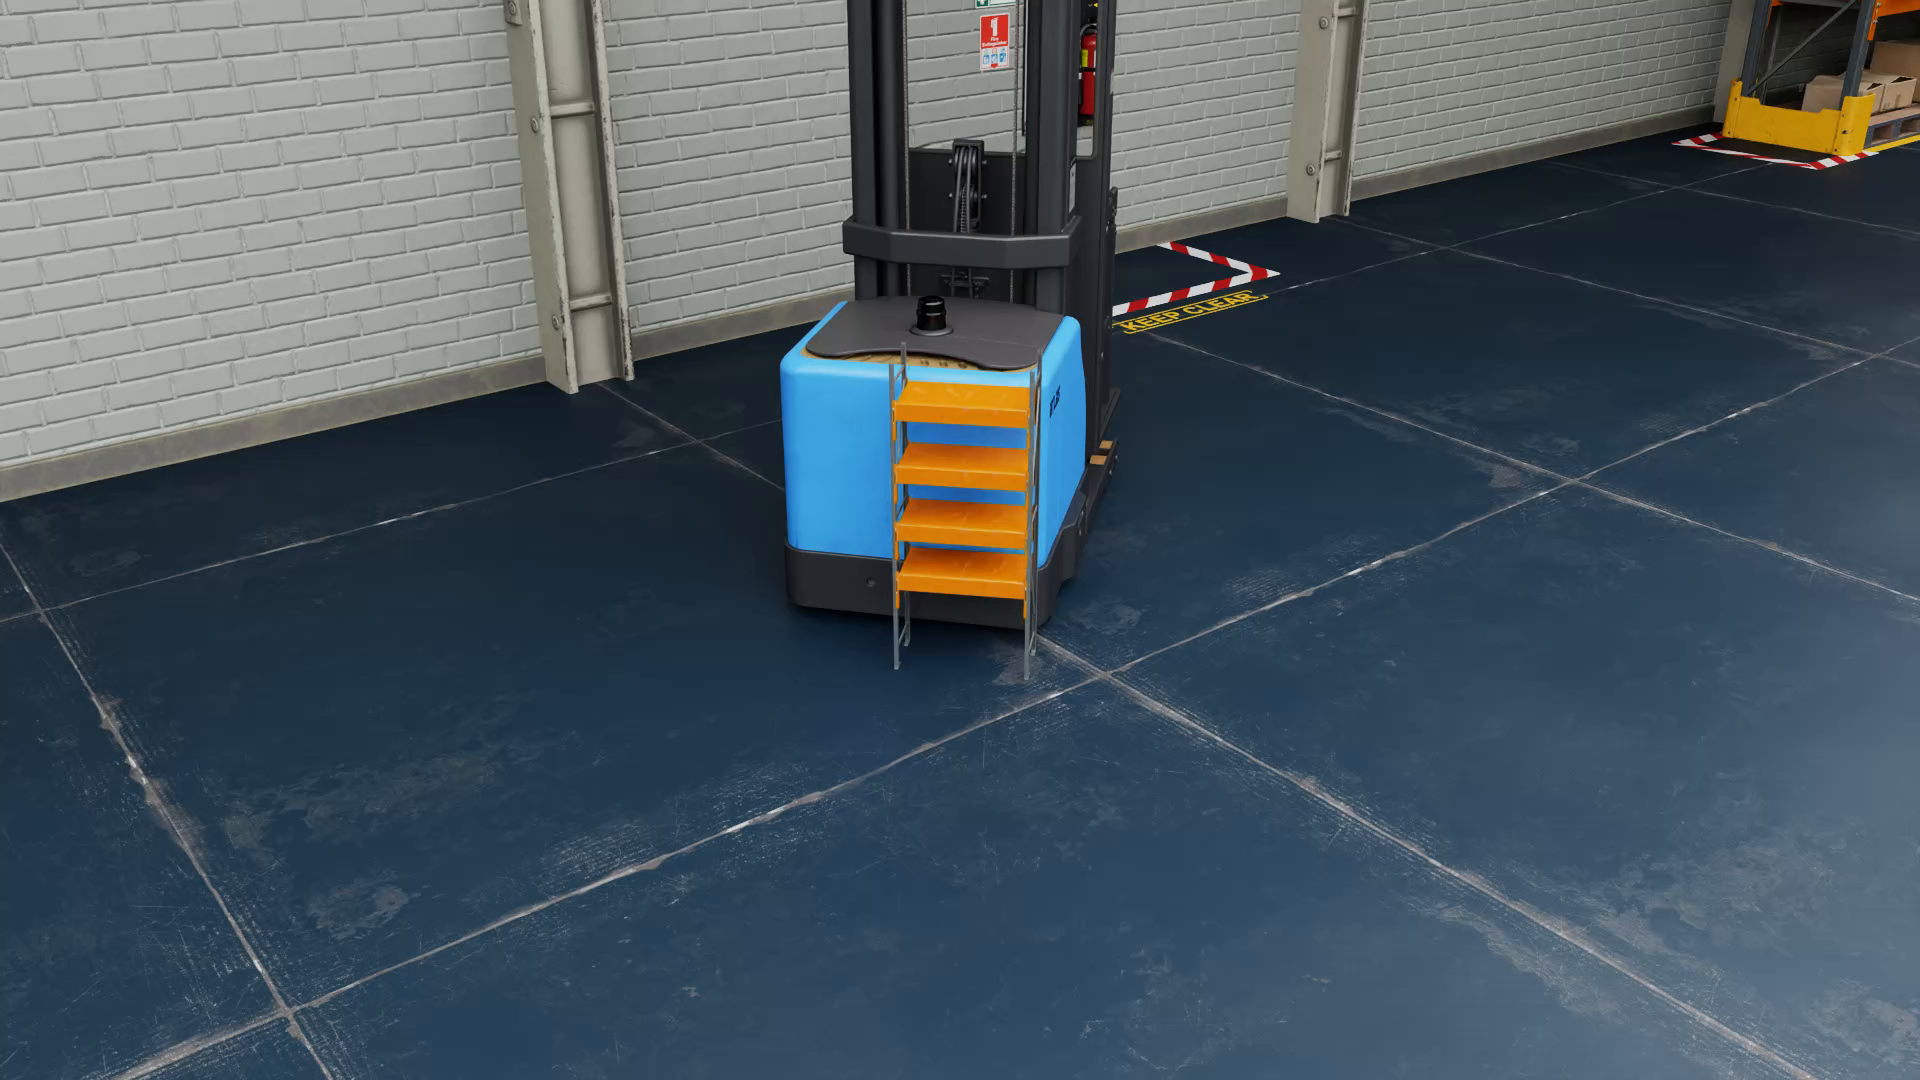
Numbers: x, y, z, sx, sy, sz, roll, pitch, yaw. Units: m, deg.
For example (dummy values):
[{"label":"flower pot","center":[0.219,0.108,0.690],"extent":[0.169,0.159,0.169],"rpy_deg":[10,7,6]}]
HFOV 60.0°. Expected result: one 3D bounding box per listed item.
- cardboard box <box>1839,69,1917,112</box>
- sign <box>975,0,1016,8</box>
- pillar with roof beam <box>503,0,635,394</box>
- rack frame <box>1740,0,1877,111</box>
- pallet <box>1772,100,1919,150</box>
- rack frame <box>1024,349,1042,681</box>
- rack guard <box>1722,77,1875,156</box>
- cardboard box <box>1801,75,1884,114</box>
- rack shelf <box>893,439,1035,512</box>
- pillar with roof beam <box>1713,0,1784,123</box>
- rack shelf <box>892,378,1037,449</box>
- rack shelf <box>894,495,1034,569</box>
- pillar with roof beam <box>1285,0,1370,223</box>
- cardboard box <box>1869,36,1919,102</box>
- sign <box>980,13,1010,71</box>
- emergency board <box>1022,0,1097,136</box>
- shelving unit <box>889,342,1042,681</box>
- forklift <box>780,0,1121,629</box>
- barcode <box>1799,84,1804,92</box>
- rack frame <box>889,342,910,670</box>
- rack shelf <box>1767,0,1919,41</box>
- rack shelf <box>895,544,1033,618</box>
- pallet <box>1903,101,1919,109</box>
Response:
[{"label":"cardboard box","center":[8.435,-4.175,15.355],"extent":[0.500,0.311,0.500],"rpy_deg":[-15,29,-30]},{"label":"sign","center":[0.224,-3.323,10.175],"extent":[0.331,0.109,0.001],"rpy_deg":[-18,31,-34]},{"label":"pillar with roof beam","center":[0.617,-3.544,4.196],"extent":[0.400,9.000,9.100],"rpy_deg":[-18,31,-34]},{"label":"rack frame","center":[7.386,-4.897,14.239],"extent":[0.127,3.000,1.000],"rpy_deg":[-18,31,-34]},{"label":"pallet","center":[8.107,-3.851,15.298],"extent":[1.213,0.211,1.003],"rpy_deg":[-18,31,-34]},{"label":"rack frame","center":[0.263,-0.076,5.988],"extent":[0.015,1.200,0.240],"rpy_deg":[4,25,8]},{"label":"rack guard","center":[7.446,-3.783,14.808],"extent":[0.348,0.500,1.175],"rpy_deg":[-18,31,-34]},{"label":"cardboard box","center":[7.986,-4.027,15.035],"extent":[0.500,0.311,0.500],"rpy_deg":[-23,33,-40]},{"label":"rack shelf","center":[0.022,-0.234,5.958],"extent":[0.480,0.148,0.258],"rpy_deg":[4,25,8]},{"label":"pillar with roof beam","center":[10.060,-6.661,10.912],"extent":[0.400,9.000,9.100],"rpy_deg":[-18,31,-34]},{"label":"rack shelf","center":[0.022,-0.449,5.859],"extent":[0.480,0.148,0.258],"rpy_deg":[4,25,8]},{"label":"rack shelf","center":[0.022,-0.031,6.052],"extent":[0.480,0.148,0.258],"rpy_deg":[4,25,8]},{"label":"pillar with roof beam","center":[5.338,-5.102,7.554],"extent":[0.400,9.000,9.100],"rpy_deg":[-18,31,-34]},{"label":"cardboard box","center":[9.043,-4.435,15.690],"extent":[0.500,0.500,0.700],"rpy_deg":[-21,32,-37]},{"label":"sign","center":[0.215,-3.084,10.291],"extent":[0.234,0.329,0.001],"rpy_deg":[-18,31,-34]},{"label":"emergency board","center":[0.714,-3.178,10.534],"extent":[0.643,1.169,0.194],"rpy_deg":[-18,31,-34]},{"label":"shelving unit","center":[0.022,-0.092,6.024],"extent":[0.503,1.200,0.258],"rpy_deg":[4,25,8]},{"label":"forklift","center":[0.138,-1.585,7.184],"extent":[1.130,2.935,3.031],"rpy_deg":[5,25,12]},{"label":"barcode","center":[7.754,-4.168,15.329],"extent":[0.075,0.075,0.001],"rpy_deg":[-18,31,-34]},{"label":"rack frame","center":[-0.218,-0.109,6.060],"extent":[0.015,1.200,0.240],"rpy_deg":[4,25,8]},{"label":"rack shelf","center":[8.960,-5.090,15.510],"extent":[4.000,0.370,1.077],"rpy_deg":[-18,31,-34]},{"label":"rack shelf","center":[0.022,0.149,6.136],"extent":[0.480,0.148,0.258],"rpy_deg":[4,25,8]},{"label":"pallet","center":[9.067,-4.167,15.977],"extent":[1.213,0.211,1.003],"rpy_deg":[-18,31,-34]}]
